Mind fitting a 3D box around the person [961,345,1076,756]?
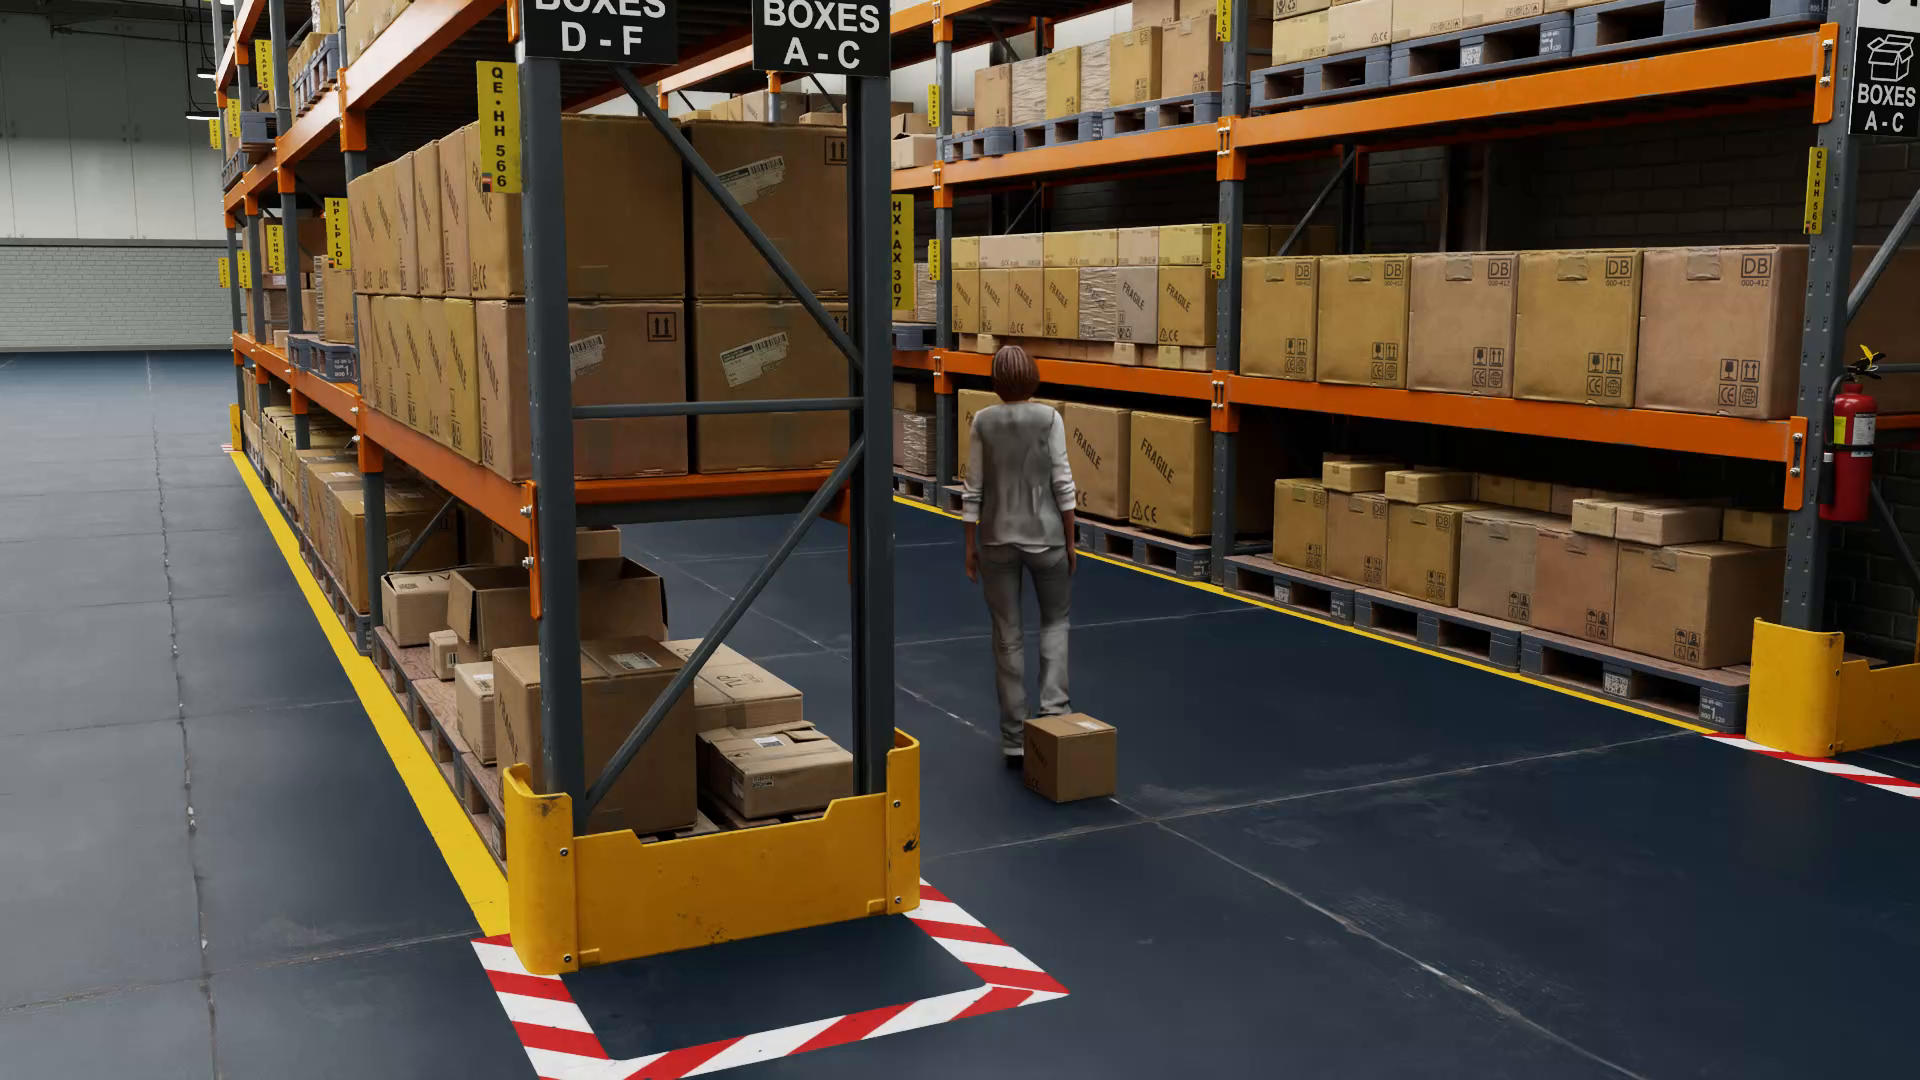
[{"bbox_3d":[0.262,0.097,6.483,0.522,1.471,0.440,0,9,3],"label":"person"}]
